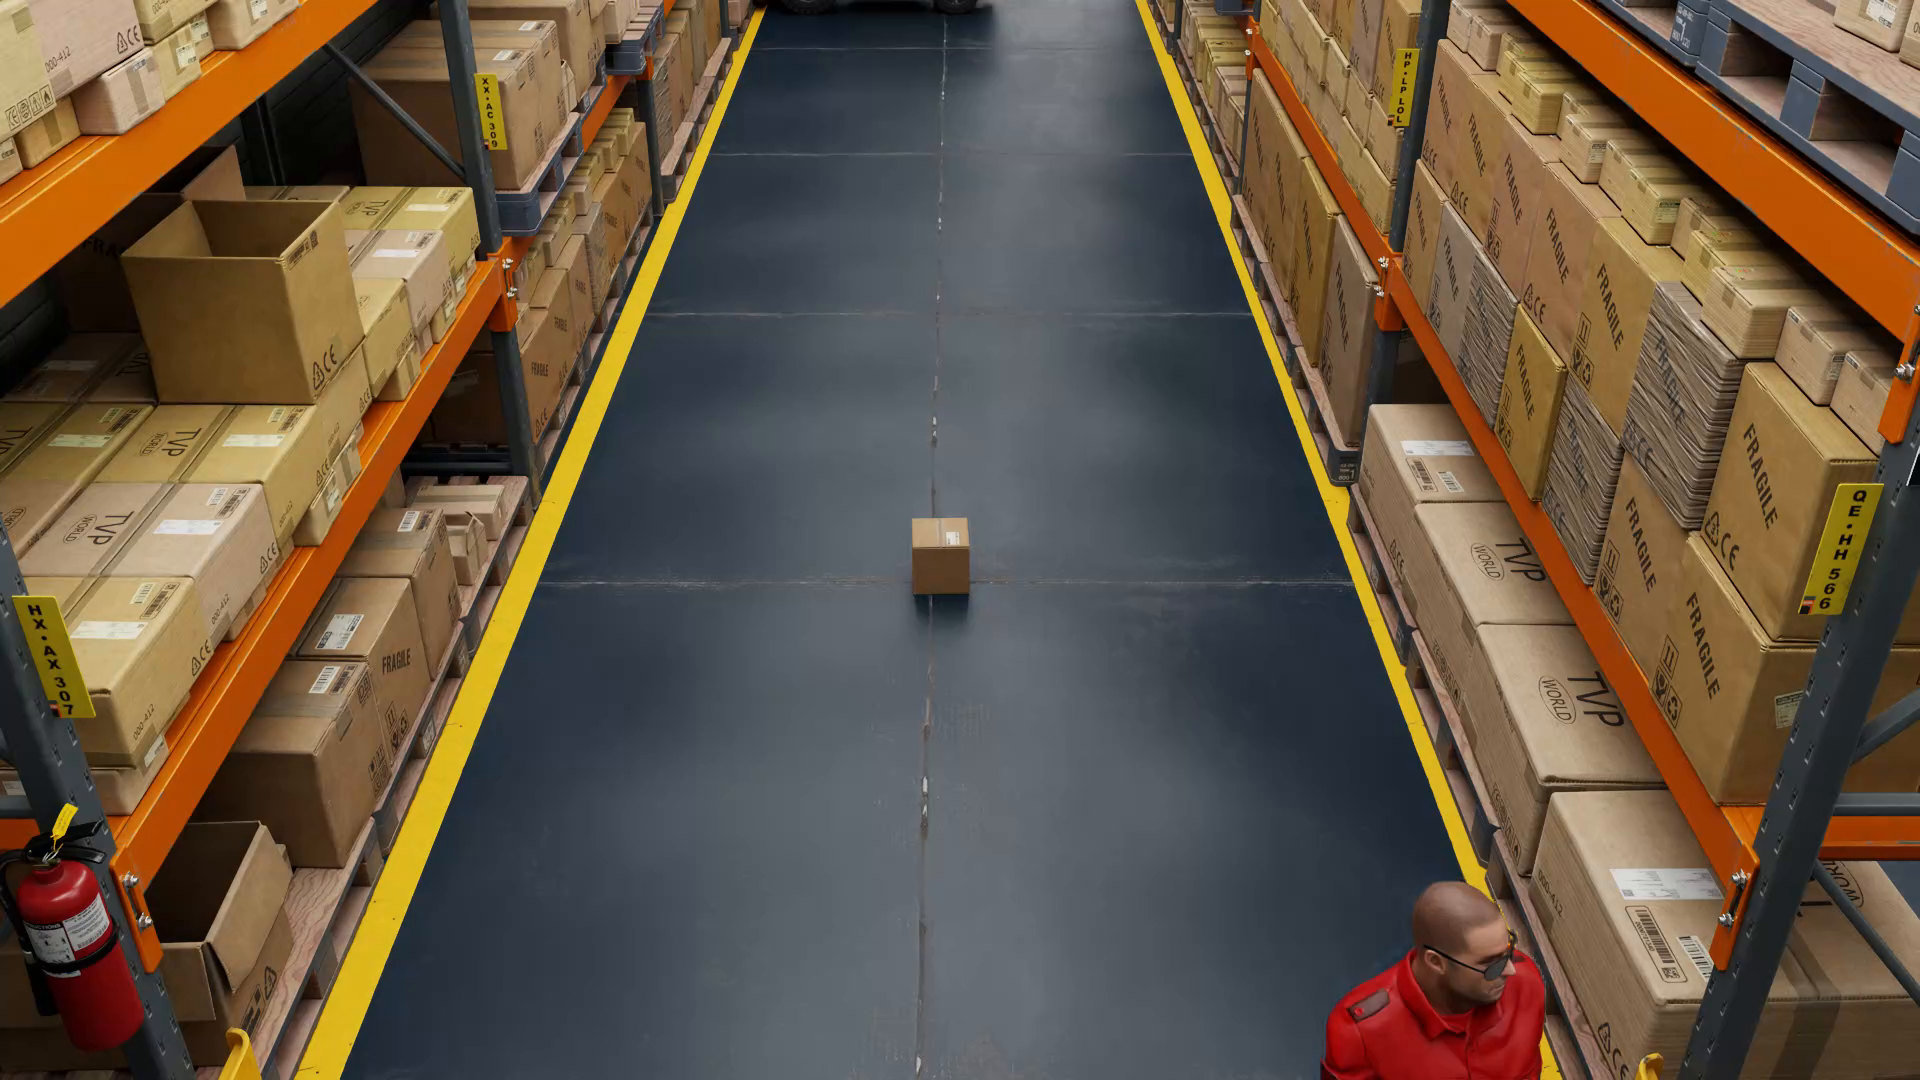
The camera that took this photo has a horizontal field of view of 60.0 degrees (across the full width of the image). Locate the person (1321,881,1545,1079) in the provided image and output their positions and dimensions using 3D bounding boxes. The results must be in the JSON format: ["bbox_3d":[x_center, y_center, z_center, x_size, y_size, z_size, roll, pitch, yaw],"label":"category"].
[{"bbox_3d":[1.036,1.163,3.539,0.547,1.039,0.341,-9,32,-14],"label":"person"}]
